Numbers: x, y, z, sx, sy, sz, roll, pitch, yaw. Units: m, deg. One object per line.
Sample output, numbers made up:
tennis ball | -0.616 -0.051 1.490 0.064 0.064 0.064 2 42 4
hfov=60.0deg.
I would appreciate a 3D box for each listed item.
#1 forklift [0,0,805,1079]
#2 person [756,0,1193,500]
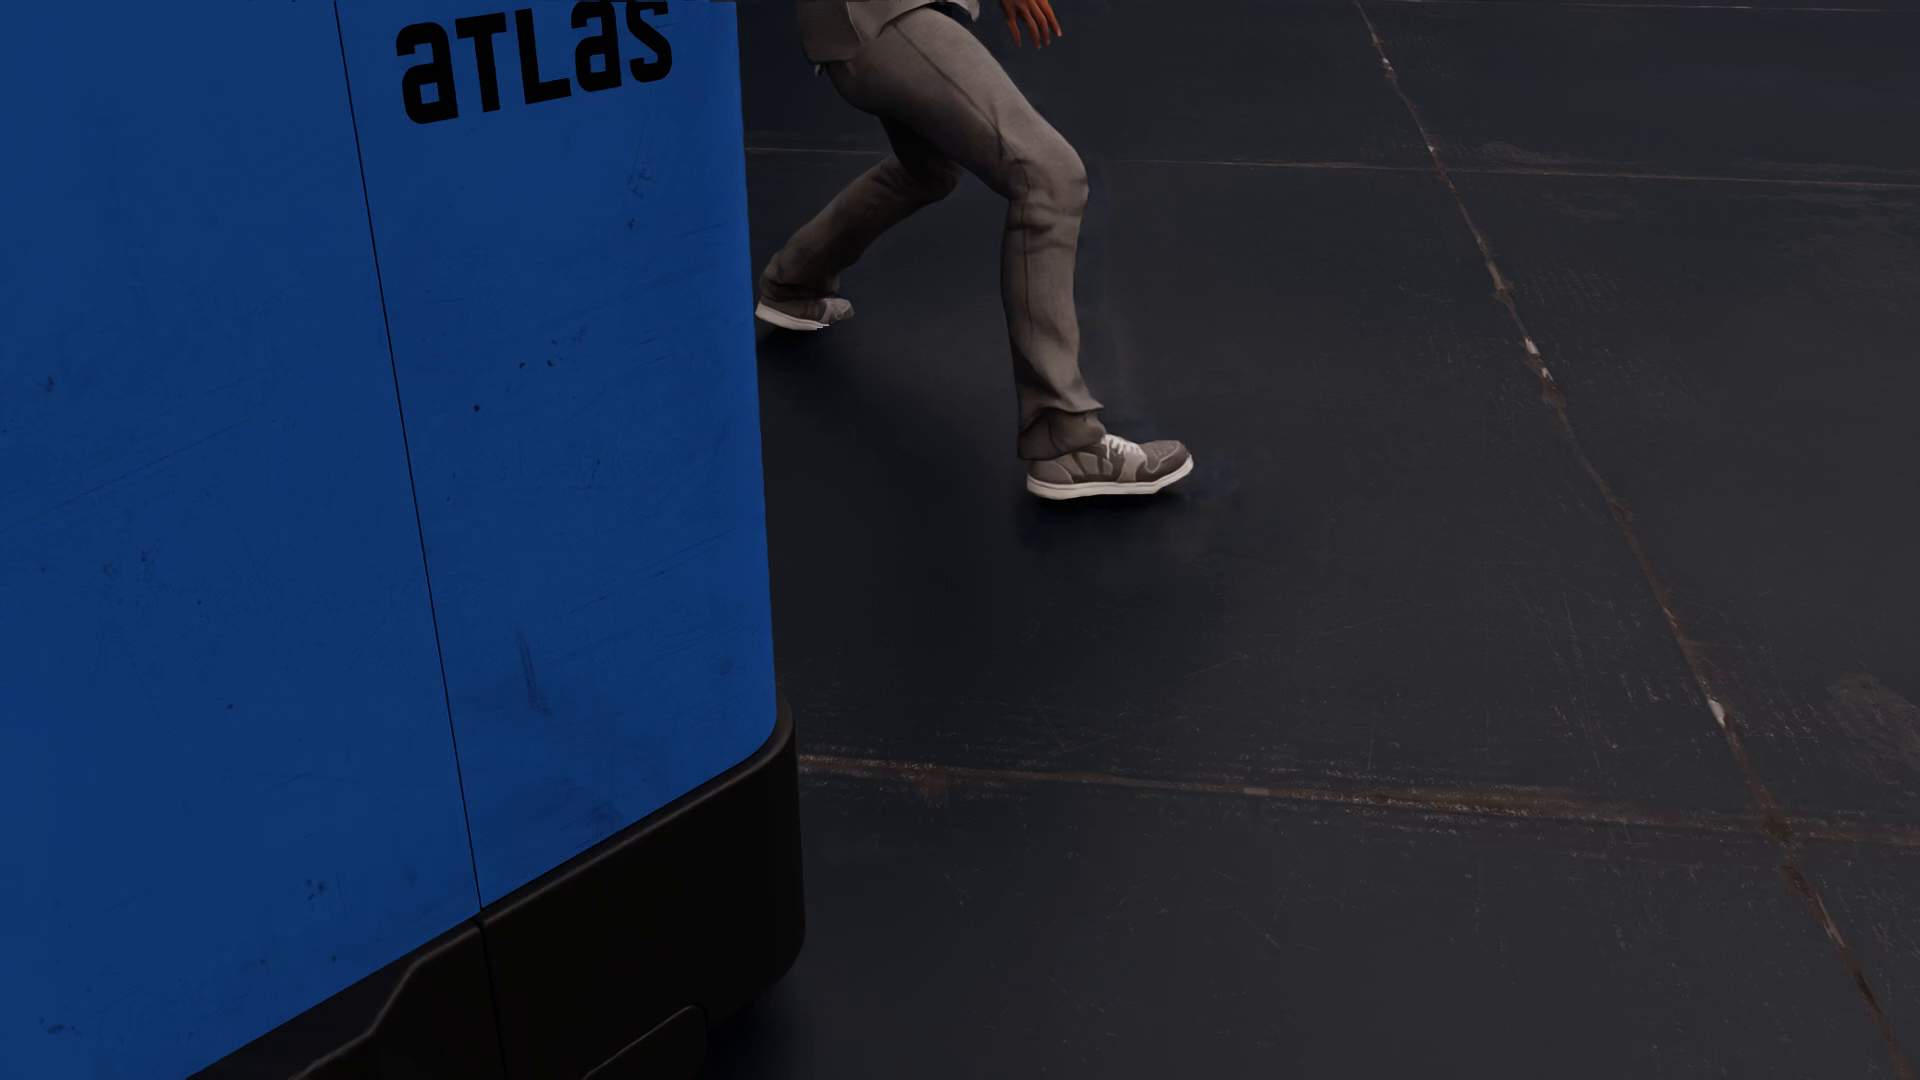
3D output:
forklift | -1.498 -0.521 0.261 1.130 2.935 3.031 21 34 36
person | -0.012 -0.876 2.712 0.872 1.436 0.927 4 27 7
